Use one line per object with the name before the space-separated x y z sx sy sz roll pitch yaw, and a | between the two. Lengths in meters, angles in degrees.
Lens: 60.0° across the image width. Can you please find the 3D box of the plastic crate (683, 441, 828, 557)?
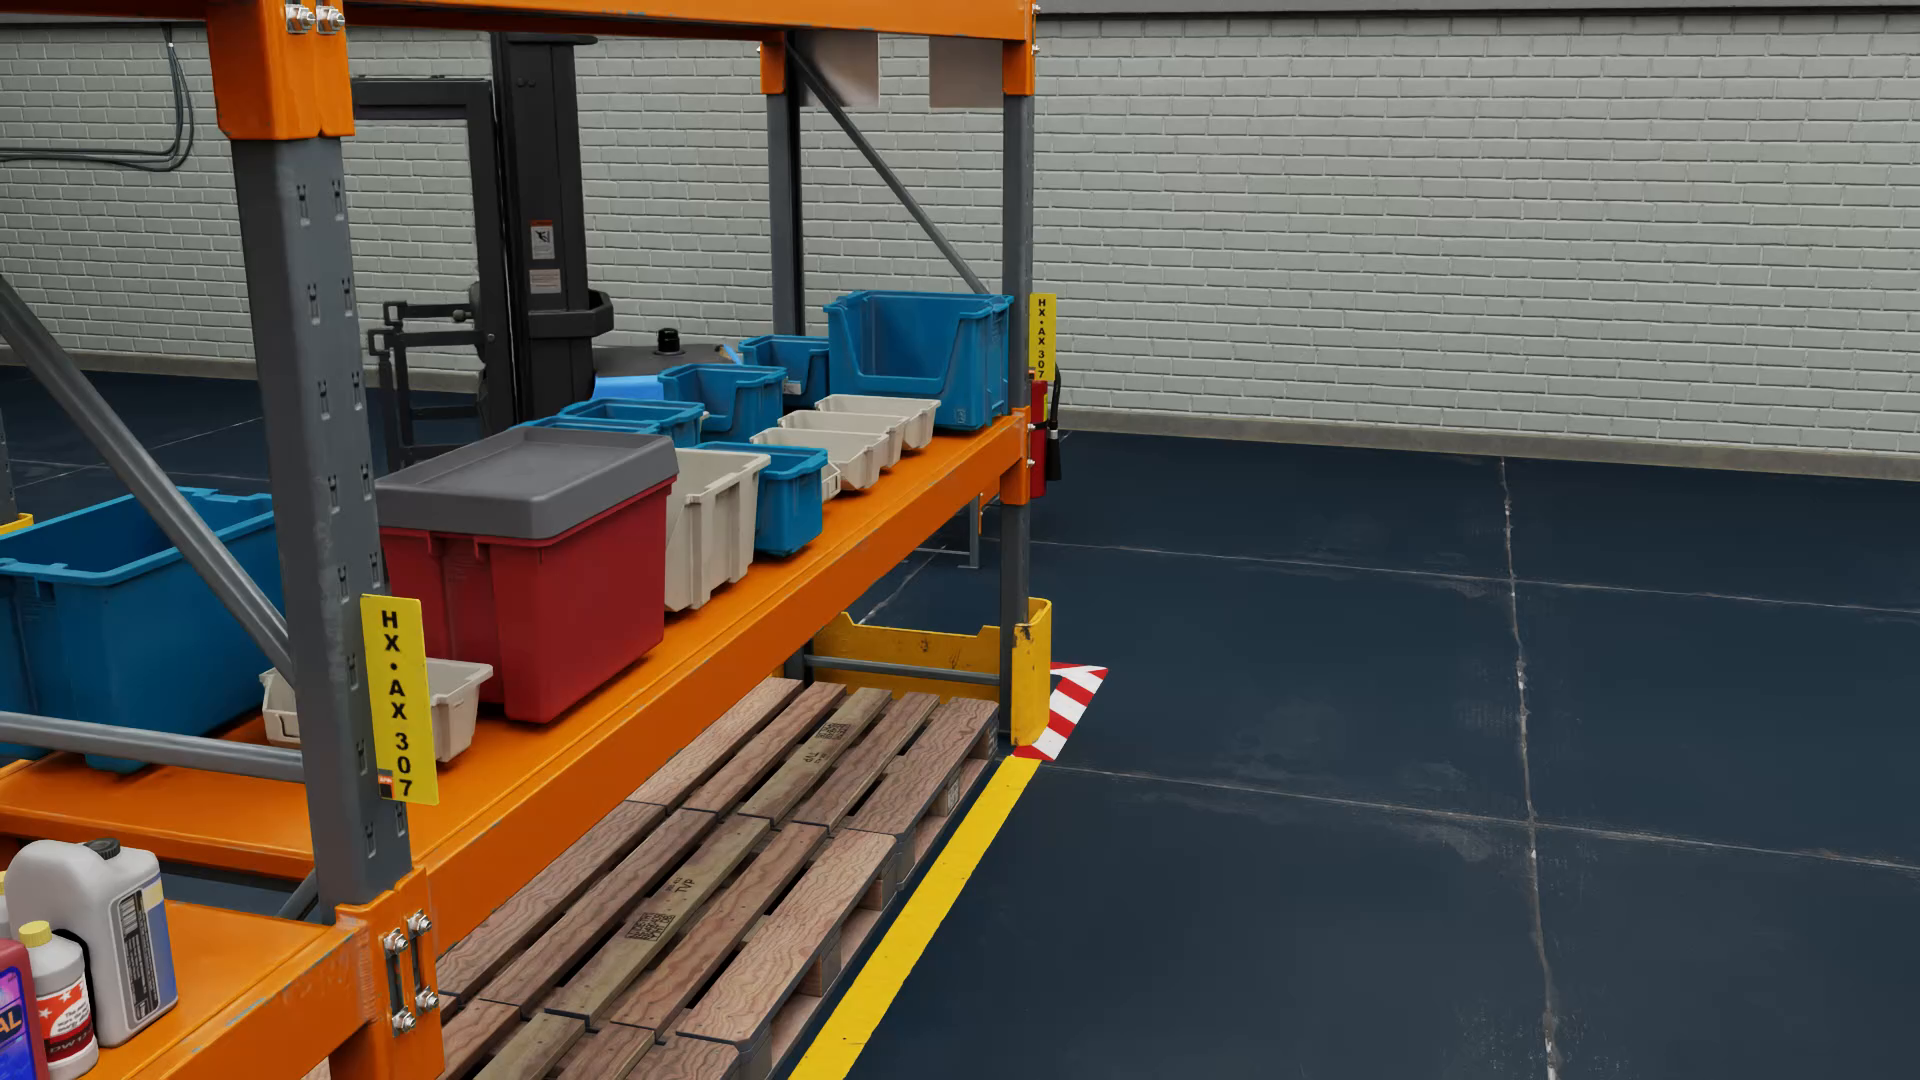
plastic crate | -0.563 -0.108 4.408 0.416 0.233 0.300 5 16 16

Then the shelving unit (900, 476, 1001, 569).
shelving unit | 0.002 -0.543 9.182 0.538 1.125 1.048 5 16 16

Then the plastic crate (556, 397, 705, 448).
plastic crate | -0.985 -0.281 5.020 0.416 0.233 0.300 5 16 16

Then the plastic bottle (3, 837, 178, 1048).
plastic bottle | -1.164 0.518 2.233 0.152 0.276 0.135 5 16 16

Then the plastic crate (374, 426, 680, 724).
plastic crate | -0.868 0.056 3.407 0.402 0.464 0.583 5 16 16

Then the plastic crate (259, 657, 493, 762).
plastic crate | -1.092 0.317 3.086 0.396 0.136 0.243 5 16 16

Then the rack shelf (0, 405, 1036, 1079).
rack shelf | -0.793 0.153 4.611 1.077 0.370 4.000 5 16 16

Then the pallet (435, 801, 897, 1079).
pallet | -0.845 1.156 4.867 1.003 0.211 1.213 5 16 16

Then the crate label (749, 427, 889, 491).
crate label | -0.435 -0.242 5.057 0.396 0.136 0.243 5 16 16

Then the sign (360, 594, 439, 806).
sign | -0.835 0.240 2.479 0.100 0.325 0.005 5 16 16

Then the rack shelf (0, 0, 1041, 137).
rack shelf | -0.793 -1.290 4.202 1.077 0.370 4.000 5 16 16

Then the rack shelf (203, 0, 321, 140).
rack shelf | -1.930 -0.244 0.513 1.077 0.370 4.000 5 16 16

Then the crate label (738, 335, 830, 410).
crate label | -0.611 -0.626 6.235 0.416 0.233 0.303 5 16 16

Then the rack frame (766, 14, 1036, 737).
rack frame | -0.225 -0.716 6.358 1.000 3.000 0.127 5 16 16

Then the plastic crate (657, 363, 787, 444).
plastic crate | -0.798 -0.453 5.628 0.416 0.233 0.300 5 16 16

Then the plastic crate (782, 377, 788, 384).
plastic crate | -0.781 -0.502 5.975 0.250 0.136 0.298 5 16 16

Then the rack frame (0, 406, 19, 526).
rack frame | -4.973 -1.101 7.716 1.000 3.000 0.127 5 16 16

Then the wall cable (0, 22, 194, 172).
wall cable | -7.774 -4.329 13.791 3.097 2.526 0.112 5 16 16

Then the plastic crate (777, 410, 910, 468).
plastic crate | -0.379 -0.316 5.321 0.396 0.136 0.243 5 16 16

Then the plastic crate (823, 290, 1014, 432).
plastic crate | -0.141 -0.660 5.985 0.616 0.435 0.499 5 16 16

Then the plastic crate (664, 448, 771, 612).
plastic crate | -0.751 -0.027 4.035 0.437 0.282 0.530 5 16 16

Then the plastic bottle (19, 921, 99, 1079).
plastic bottle | -1.170 0.586 2.129 0.097 0.201 0.097 0 16 0

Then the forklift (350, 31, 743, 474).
forklift | -2.609 -1.253 8.375 3.031 2.935 1.130 -4 16 -14

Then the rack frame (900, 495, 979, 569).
rack frame | -0.143 -0.410 8.713 0.500 1.125 0.032 5 16 16

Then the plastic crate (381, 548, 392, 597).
plastic crate | -1.301 0.120 3.804 0.437 0.125 0.590 5 16 16

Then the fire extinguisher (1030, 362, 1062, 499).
fire extinguisher | 0.254 -0.504 6.434 0.296 0.674 0.183 5 16 16

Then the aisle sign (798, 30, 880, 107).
aisle sign | -0.489 -2.009 6.151 0.394 0.787 0.004 5 16 16

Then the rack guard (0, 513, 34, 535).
rack guard | -4.995 0.121 7.987 1.175 0.500 0.348 5 16 16

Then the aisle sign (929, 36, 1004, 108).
aisle sign | 0.076 -1.963 5.990 0.394 0.787 0.004 5 16 16

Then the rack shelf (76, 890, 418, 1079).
rack shelf | -1.930 1.199 0.922 1.077 0.370 4.000 5 16 16

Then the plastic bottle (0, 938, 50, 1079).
plastic bottle | -1.186 0.578 2.007 0.061 0.283 0.133 5 16 16

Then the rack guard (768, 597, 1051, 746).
rack guard | -0.231 0.479 6.725 1.175 0.500 0.348 5 16 16

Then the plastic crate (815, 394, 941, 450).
plastic crate | -0.283 -0.391 5.584 0.396 0.136 0.243 5 16 16

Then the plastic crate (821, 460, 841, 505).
plastic crate | -0.501 -0.163 4.779 0.298 0.136 0.250 5 16 16

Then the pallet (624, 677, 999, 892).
pallet | -0.497 0.838 5.988 1.003 0.211 1.213 5 16 16

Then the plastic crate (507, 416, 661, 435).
plastic crate | -1.070 -0.203 4.744 0.416 0.233 0.300 5 16 16

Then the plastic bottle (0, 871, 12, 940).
plastic bottle | -1.289 0.549 2.261 0.097 0.201 0.097 0 16 0

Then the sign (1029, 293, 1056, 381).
sign | 0.307 -0.756 6.200 0.100 0.325 0.005 5 16 16

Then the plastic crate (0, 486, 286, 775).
plastic crate | -1.556 0.160 3.186 0.392 0.384 0.575 5 16 16

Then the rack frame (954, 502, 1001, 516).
rack frame | 0.146 -0.676 9.651 0.500 1.125 0.032 5 16 16

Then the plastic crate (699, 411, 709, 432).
plastic crate | -0.974 -0.324 5.349 0.250 0.136 0.298 5 16 16

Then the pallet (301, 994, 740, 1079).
pallet | -1.190 1.476 3.738 1.003 0.211 1.213 5 16 16

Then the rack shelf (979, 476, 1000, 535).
rack shelf | 0.002 -0.308 9.249 0.538 0.278 1.000 5 16 16
